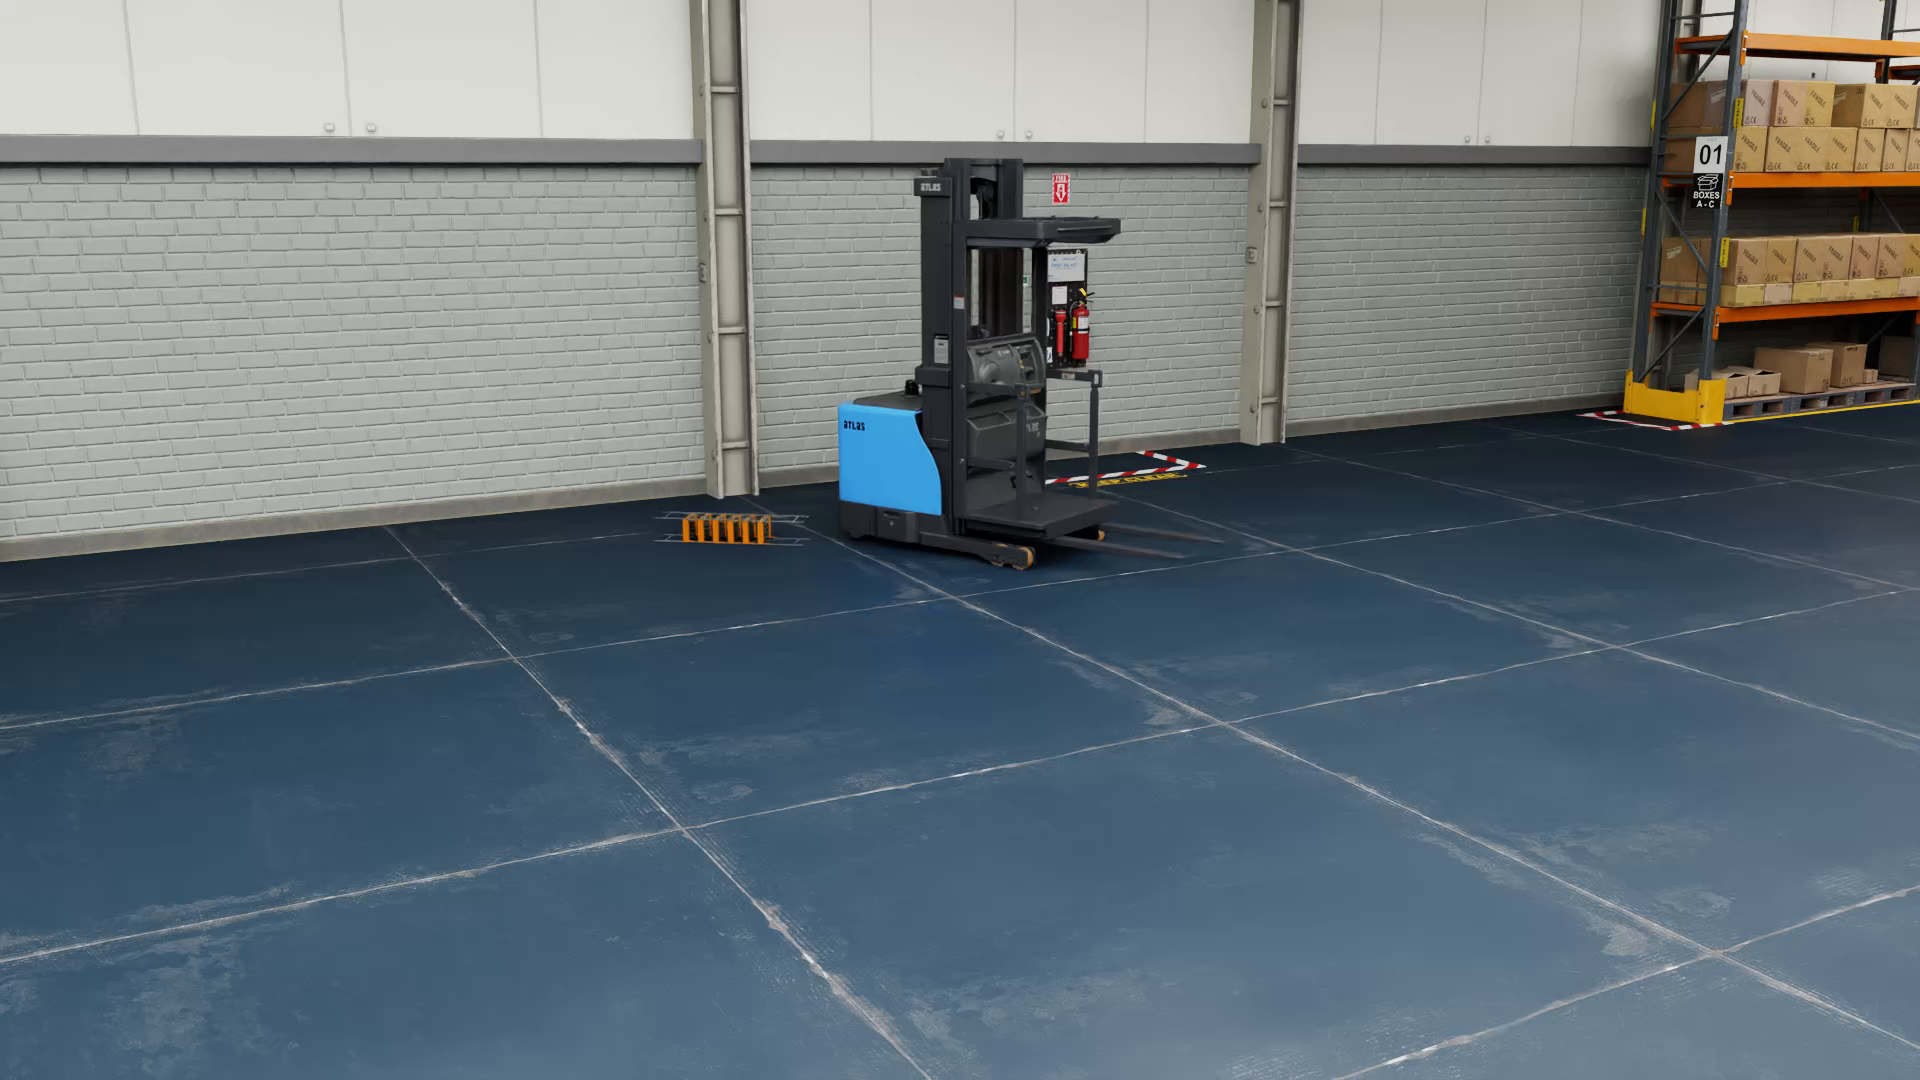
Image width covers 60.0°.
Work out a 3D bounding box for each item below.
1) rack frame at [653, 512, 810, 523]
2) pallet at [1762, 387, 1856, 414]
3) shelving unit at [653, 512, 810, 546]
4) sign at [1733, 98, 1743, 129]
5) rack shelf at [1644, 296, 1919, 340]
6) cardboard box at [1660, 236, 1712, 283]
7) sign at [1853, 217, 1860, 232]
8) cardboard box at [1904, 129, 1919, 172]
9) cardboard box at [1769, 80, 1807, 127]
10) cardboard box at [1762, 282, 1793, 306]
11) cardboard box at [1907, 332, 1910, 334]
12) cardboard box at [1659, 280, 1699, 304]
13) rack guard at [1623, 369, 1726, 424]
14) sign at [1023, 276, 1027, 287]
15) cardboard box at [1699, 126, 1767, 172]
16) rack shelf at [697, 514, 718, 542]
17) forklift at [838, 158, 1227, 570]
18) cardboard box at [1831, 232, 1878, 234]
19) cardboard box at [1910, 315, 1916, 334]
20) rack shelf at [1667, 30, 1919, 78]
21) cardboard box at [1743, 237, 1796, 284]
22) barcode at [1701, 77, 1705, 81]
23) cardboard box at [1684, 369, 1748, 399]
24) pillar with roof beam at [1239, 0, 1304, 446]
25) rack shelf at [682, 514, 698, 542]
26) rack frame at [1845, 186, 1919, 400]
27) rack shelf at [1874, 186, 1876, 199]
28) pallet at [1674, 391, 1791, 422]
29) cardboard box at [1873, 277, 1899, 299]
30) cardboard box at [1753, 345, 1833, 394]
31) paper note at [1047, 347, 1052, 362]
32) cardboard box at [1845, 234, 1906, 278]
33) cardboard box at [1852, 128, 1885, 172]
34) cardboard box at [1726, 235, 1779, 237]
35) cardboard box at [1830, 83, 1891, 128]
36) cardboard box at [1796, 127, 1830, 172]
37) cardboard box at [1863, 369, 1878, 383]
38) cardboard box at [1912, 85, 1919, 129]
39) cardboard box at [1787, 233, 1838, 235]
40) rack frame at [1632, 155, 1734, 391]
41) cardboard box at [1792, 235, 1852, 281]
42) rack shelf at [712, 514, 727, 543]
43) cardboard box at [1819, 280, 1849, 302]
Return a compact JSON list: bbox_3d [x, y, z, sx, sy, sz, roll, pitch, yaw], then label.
[{"bbox_3d":[-1.793,-0.180,13.050,1.200,0.006,0.240,2,13,8],"label":"rack frame"},{"bbox_3d":[10.155,-1.754,20.422,1.213,0.211,1.003,-7,14,-28],"label":"pallet"},{"bbox_3d":[-1.793,-0.090,13.070,1.200,0.189,0.258,2,13,8],"label":"shelving unit"},{"bbox_3d":[8.549,-4.686,18.275,0.005,0.325,0.100,-7,14,-28],"label":"sign"},{"bbox_3d":[10.044,-2.760,20.178,4.000,0.370,1.077,-7,14,-28],"label":"rack shelf"},{"bbox_3d":[8.601,-3.293,19.499,0.500,0.500,0.500,-7,14,-28],"label":"cardboard box"},{"bbox_3d":[11.531,-3.993,21.381,0.005,0.325,0.100,-7,14,-28],"label":"sign"},{"bbox_3d":[11.473,-4.742,20.243,0.500,0.500,0.500,-6,14,-26],"label":"cardboard box"},{"bbox_3d":[9.208,-4.947,18.875,0.500,0.500,0.500,-7,14,-29],"label":"cardboard box"},{"bbox_3d":[9.318,-2.884,19.390,0.500,0.250,0.500,-7,15,-30],"label":"cardboard box"},{"bbox_3d":[12.867,-2.461,21.903,0.500,0.500,0.700,-7,15,-29],"label":"cardboard box"},{"bbox_3d":[8.606,-2.923,19.563,0.500,0.250,0.500,-7,14,-27],"label":"cardboard box"},{"bbox_3d":[8.355,-1.689,19.474,0.348,0.500,1.175,-7,14,-28],"label":"rack guard"},{"bbox_3d":[0.508,-2.493,16.067,0.331,0.109,0.001,-7,14,-28],"label":"sign"},{"bbox_3d":[8.702,-4.409,18.764,0.500,0.500,0.500,-6,14,-26],"label":"cardboard box"},{"bbox_3d":[-1.987,-0.097,13.097,0.103,0.180,0.258,2,13,8],"label":"rack shelf"},{"bbox_3d":[0.520,-1.343,12.399,3.031,2.935,1.130,9,16,35],"label":"forklift"},{"bbox_3d":[11.287,-3.614,20.925,0.500,0.500,0.500,-7,15,-29],"label":"cardboard box"},{"bbox_3d":[12.823,-2.810,21.745,0.500,0.250,0.500,-7,15,-29],"label":"cardboard box"},{"bbox_3d":[10.044,-5.685,19.520,4.000,0.370,1.077,-7,14,-28],"label":"rack shelf"},{"bbox_3d":[9.290,-3.245,19.285,0.500,0.500,0.500,-7,14,-28],"label":"cardboard box"},{"bbox_3d":[8.672,-5.364,19.409,0.075,0.075,0.001,-7,14,-28],"label":"barcode"},{"bbox_3d":[8.939,-1.859,19.658,0.500,0.311,0.500,-9,15,-34],"label":"cardboard box"},{"bbox_3d":[5.285,-4.607,13.083,0.400,9.000,9.100,-7,14,-28],"label":"pillar with roof beam"},{"bbox_3d":[-2.106,-0.100,13.114,0.103,0.180,0.258,2,13,8],"label":"rack shelf"},{"bbox_3d":[11.800,-3.321,21.034,0.127,3.000,1.000,-7,14,-28],"label":"rack frame"},{"bbox_3d":[13.555,-4.644,21.719,4.000,0.370,1.077,-7,14,-28],"label":"rack shelf"},{"bbox_3d":[9.085,-1.626,19.856,1.213,0.211,1.003,-7,14,-28],"label":"pallet"},{"bbox_3d":[11.088,-3.099,20.342,0.500,0.250,0.500,-7,14,-28],"label":"cardboard box"},{"bbox_3d":[10.107,-2.078,20.204,0.500,0.500,0.700,-8,15,-31],"label":"cardboard box"},{"bbox_3d":[0.846,-1.822,16.378,0.142,0.148,0.016,-7,14,-28],"label":"paper note"},{"bbox_3d":[11.097,-3.461,20.242,0.500,0.500,0.500,-7,14,-28],"label":"cardboard box"},{"bbox_3d":[10.557,-4.626,19.727,0.500,0.500,0.500,-7,15,-30],"label":"cardboard box"},{"bbox_3d":[9.499,-3.400,19.971,0.500,0.500,0.500,-7,15,-29],"label":"cardboard box"},{"bbox_3d":[10.560,-5.109,19.597,0.500,0.500,0.500,-7,15,-30],"label":"cardboard box"},{"bbox_3d":[9.644,-4.514,19.231,0.500,0.500,0.500,-6,14,-25],"label":"cardboard box"},{"bbox_3d":[11.344,-2.091,21.021,0.250,0.166,0.380,-9,16,-35],"label":"cardboard box"},{"bbox_3d":[11.490,-5.226,20.116,0.500,0.500,0.500,-8,15,-33],"label":"cardboard box"},{"bbox_3d":[10.391,-3.509,20.459,0.500,0.500,0.500,-6,14,-26],"label":"cardboard box"},{"bbox_3d":[8.289,-2.900,19.164,0.127,3.000,1.000,-7,14,-28],"label":"rack frame"},{"bbox_3d":[10.194,-3.355,19.772,0.500,0.500,0.500,-6,14,-26],"label":"cardboard box"},{"bbox_3d":[-1.868,-0.093,13.081,0.103,0.180,0.258,2,13,8],"label":"rack shelf"},{"bbox_3d":[10.213,-2.990,19.857,0.500,0.250,0.500,-7,14,-27],"label":"cardboard box"}]
